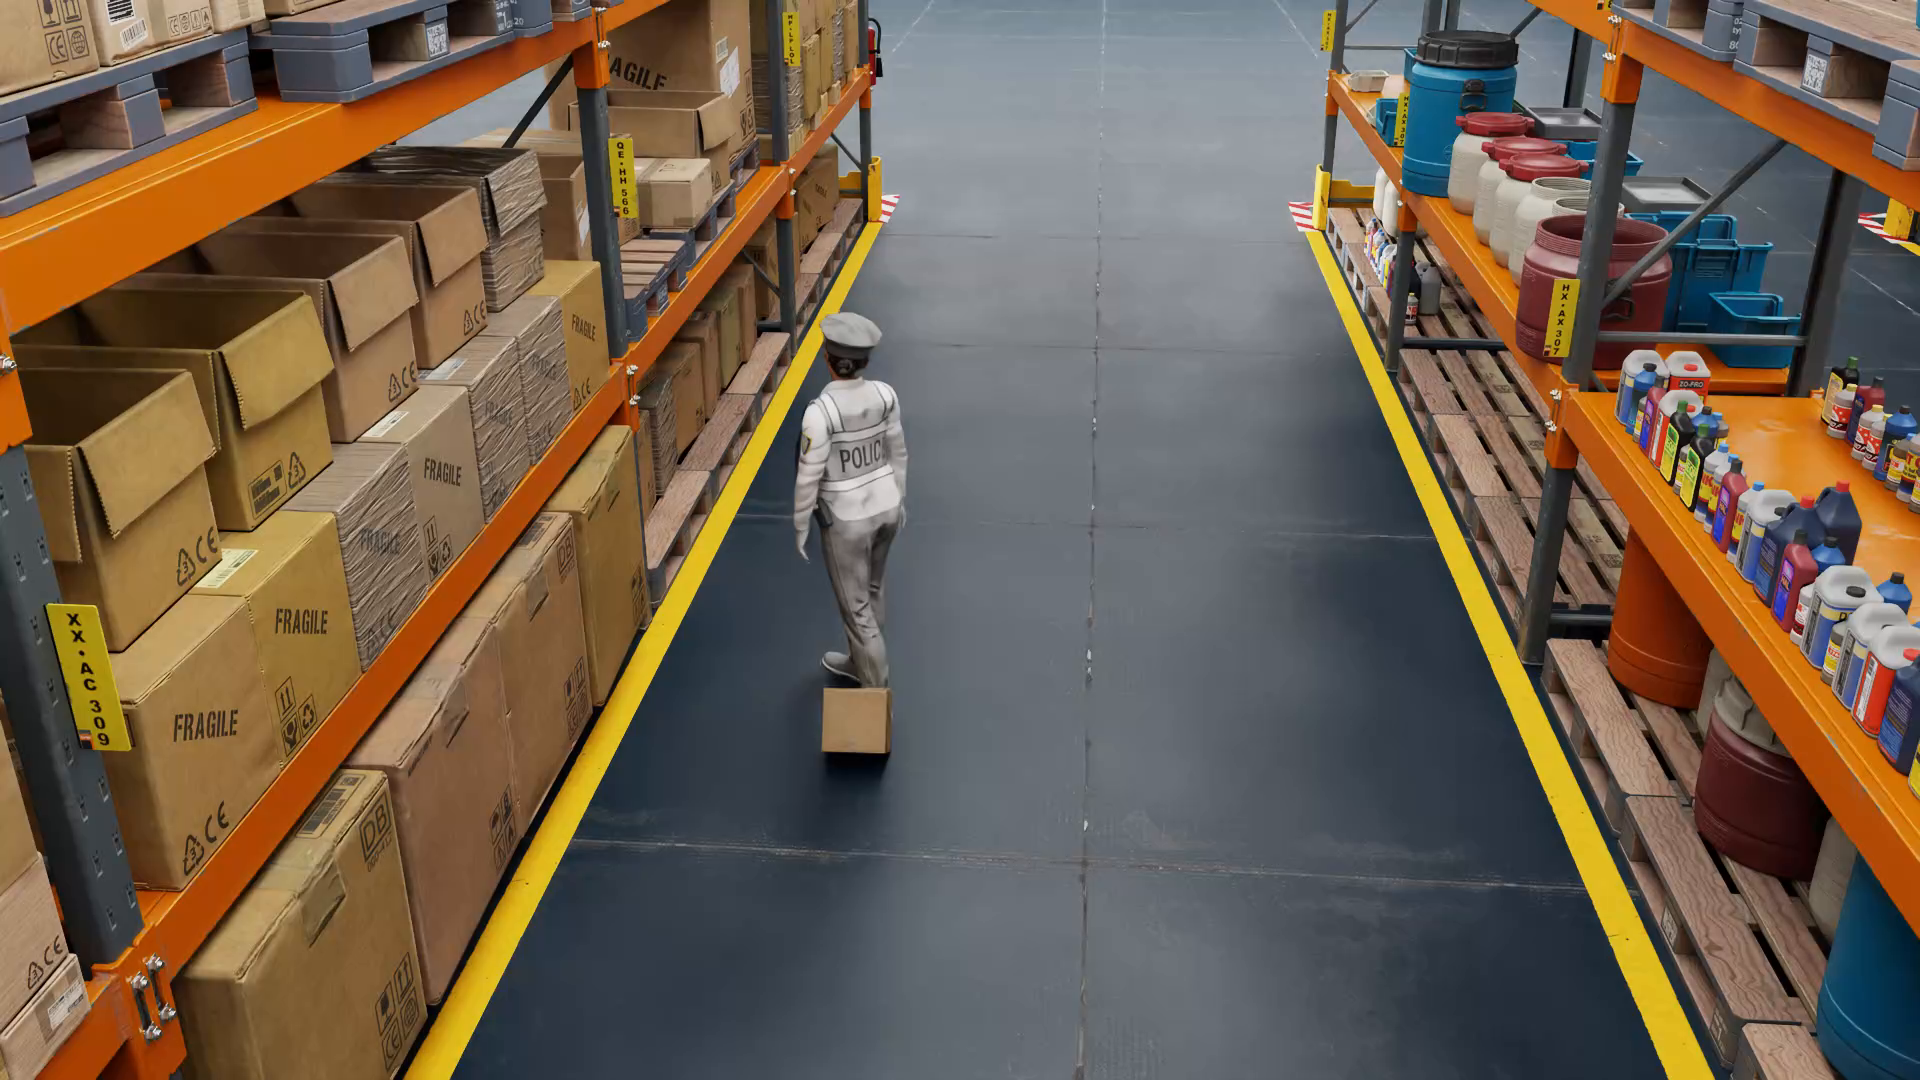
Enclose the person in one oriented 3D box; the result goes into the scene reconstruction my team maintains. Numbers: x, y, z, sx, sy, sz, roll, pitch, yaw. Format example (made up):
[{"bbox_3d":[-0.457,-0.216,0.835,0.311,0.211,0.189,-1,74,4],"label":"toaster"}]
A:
[{"bbox_3d":[-0.441,-0.094,6.745,0.571,1.662,0.554,20,31,37],"label":"person"}]
